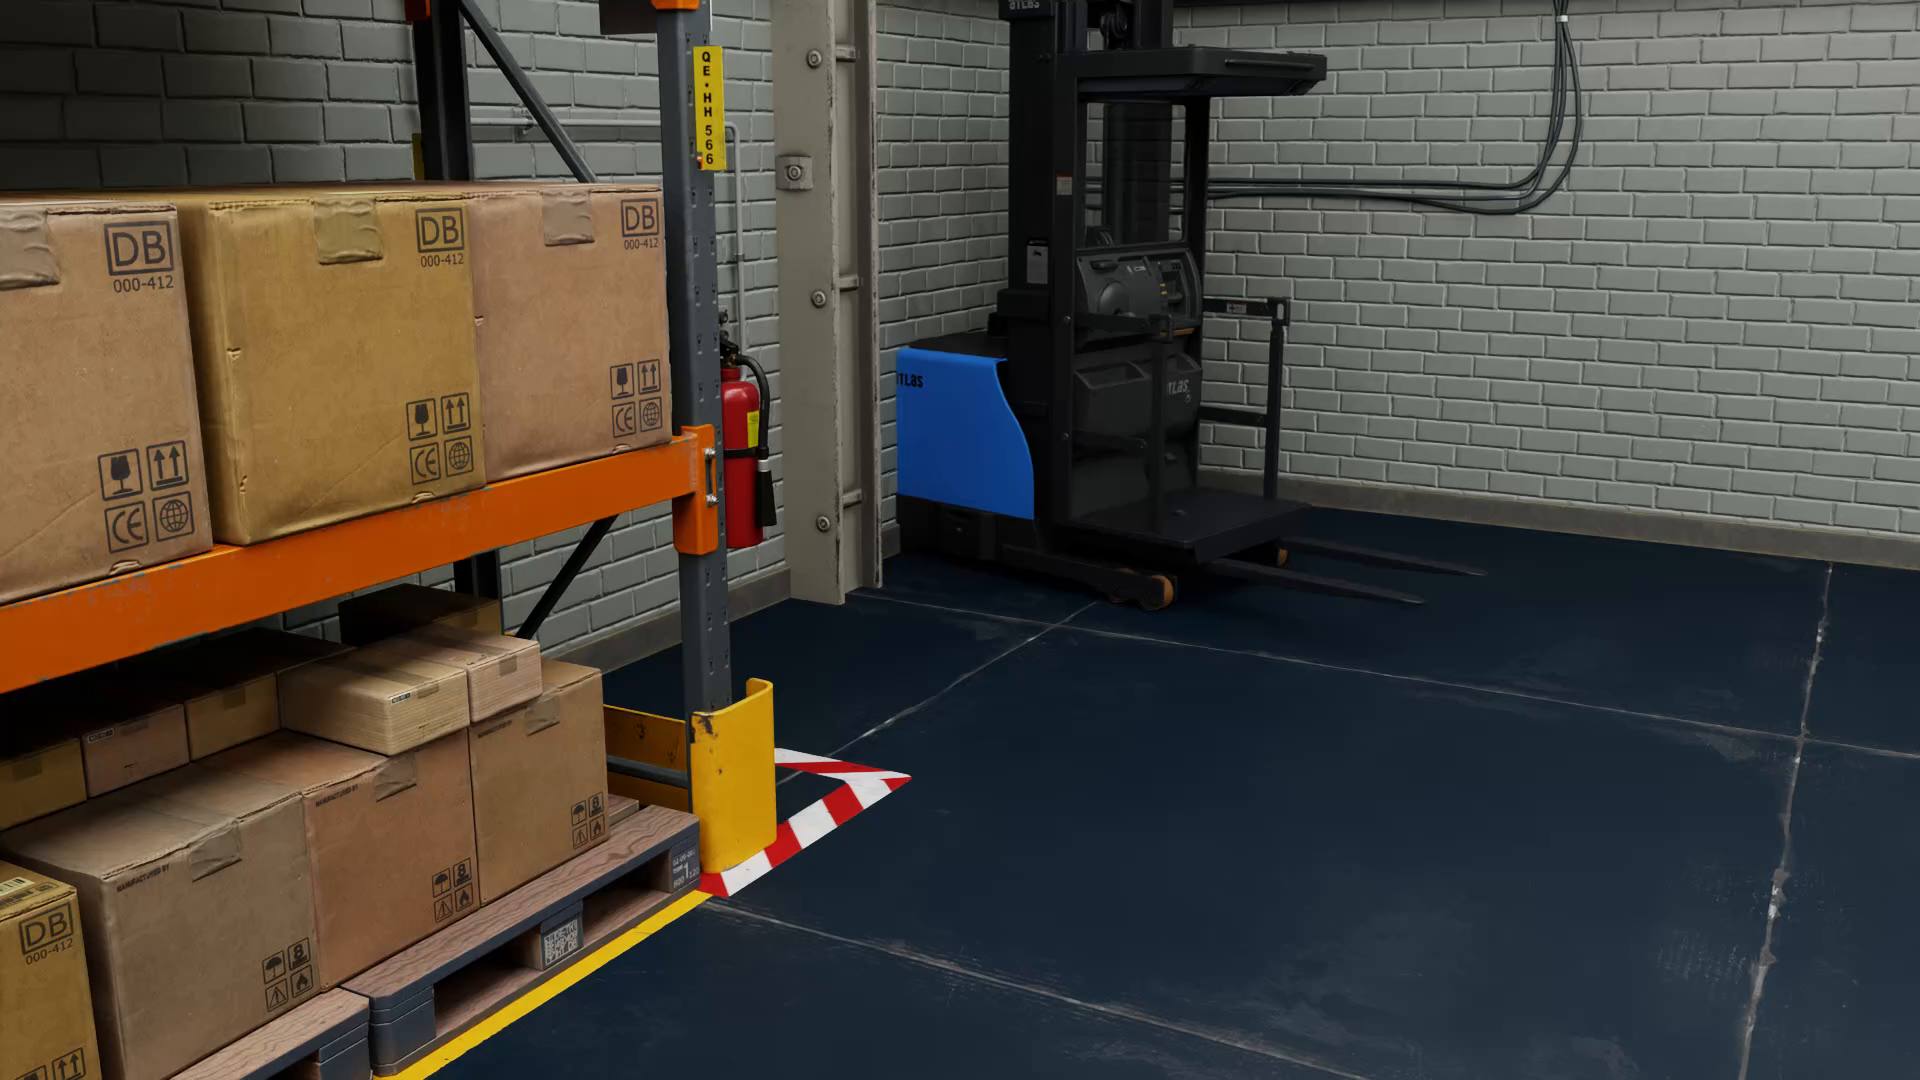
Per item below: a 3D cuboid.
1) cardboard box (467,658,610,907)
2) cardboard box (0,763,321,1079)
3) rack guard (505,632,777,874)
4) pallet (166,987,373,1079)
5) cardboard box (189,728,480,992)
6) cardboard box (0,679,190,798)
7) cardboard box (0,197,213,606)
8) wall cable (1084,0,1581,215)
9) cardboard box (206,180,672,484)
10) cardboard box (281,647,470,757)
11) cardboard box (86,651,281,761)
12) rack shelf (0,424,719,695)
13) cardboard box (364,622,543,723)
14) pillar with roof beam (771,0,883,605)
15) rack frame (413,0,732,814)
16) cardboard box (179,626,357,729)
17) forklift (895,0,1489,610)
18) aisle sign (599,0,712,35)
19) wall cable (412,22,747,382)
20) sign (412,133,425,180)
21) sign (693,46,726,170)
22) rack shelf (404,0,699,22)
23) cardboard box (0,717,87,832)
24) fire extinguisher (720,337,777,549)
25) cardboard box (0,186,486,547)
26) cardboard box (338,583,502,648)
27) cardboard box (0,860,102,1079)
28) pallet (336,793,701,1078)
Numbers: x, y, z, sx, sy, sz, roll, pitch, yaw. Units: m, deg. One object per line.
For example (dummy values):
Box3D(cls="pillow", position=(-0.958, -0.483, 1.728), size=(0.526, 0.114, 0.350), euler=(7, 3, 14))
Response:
Box3D(cls="cardboard box", position=(-1.403, 0.606, 4.557), size=(0.700, 0.500, 0.500), euler=(7, 15, 28))
Box3D(cls="cardboard box", position=(-1.888, 0.812, 3.703), size=(0.700, 0.500, 0.500), euler=(7, 15, 26))
Box3D(cls="rack guard", position=(-1.141, 0.650, 5.269), size=(1.175, 0.500, 0.348), euler=(7, 15, 28))
Box3D(cls="pallet", position=(-2.061, 1.218, 3.531), size=(1.003, 0.211, 1.213), euler=(7, 15, 28))
Box3D(cls="cardboard box", position=(-1.645, 0.709, 4.131), size=(0.700, 0.500, 0.500), euler=(7, 15, 28))
Box3D(cls="cardboard box", position=(-2.006, 0.450, 3.820), size=(0.380, 0.149, 0.250), euler=(8, 16, 29))
Box3D(cls="cardboard box", position=(-2.109, -0.294, 3.213), size=(0.980, 0.700, 0.700), euler=(7, 15, 25))
Box3D(cls="wall cable", position=(1.895, -3.087, 9.262), size=(3.097, 2.526, 0.112), euler=(7, 15, 28))
Box3D(cls="cardboard box", position=(-1.390, -0.600, 4.482), size=(0.980, 0.700, 0.700), euler=(8, 16, 31))
Box3D(cls="cardboard box", position=(-1.429, 0.390, 4.068), size=(0.380, 0.149, 0.250), euler=(8, 16, 30))
Box3D(cls="cardboard box", position=(-1.884, 0.398, 4.037), size=(0.380, 0.149, 0.250), euler=(8, 15, 29))
Box3D(cls="rack shelf", position=(-2.119, 0.200, 3.338), size=(1.077, 0.370, 4.000), euler=(7, 15, 28))
Box3D(cls="cardboard box", position=(-1.306, 0.338, 4.286), size=(0.380, 0.149, 0.250), euler=(7, 15, 27))
Box3D(cls="pillar with roof beam", position=(3.164, -3.641, 4.934), size=(9.100, 9.000, 0.400), euler=(7, 15, 28))
Box3D(cls="rack frame", position=(-1.153, -0.560, 4.956), size=(1.000, 3.000, 0.127), euler=(7, 15, 28))
Box3D(cls="cardboard box", position=(-1.762, 0.346, 4.250), size=(0.380, 0.149, 0.250), euler=(7, 15, 28))
Box3D(cls="forklift", position=(1.029, -1.238, 7.914), size=(3.031, 2.935, 1.130), euler=(12, 18, 41))
Box3D(cls="aisle sign", position=(-0.855, -1.804, 4.571), size=(0.394, 0.787, 0.004), euler=(7, 15, 28))
Box3D(cls="wall cable", position=(-1.362, -1.424, 6.371), size=(0.084, 1.984, 1.851), euler=(7, 15, 28))
Box3D(cls="sign", position=(-1.635, -1.083, 5.111), size=(0.100, 0.325, 0.005), euler=(7, 15, 28))
Box3D(cls="sign", position=(-0.684, -1.174, 4.526), size=(0.100, 0.325, 0.005), euler=(7, 15, 28))
Box3D(cls="rack shelf", position=(-2.119, -1.258, 2.987), size=(1.077, 0.370, 4.000), euler=(7, 15, 28))
Box3D(cls="cardboard box", position=(-2.129, 0.503, 3.602), size=(0.380, 0.149, 0.250), euler=(8, 15, 29))
Box3D(cls="fire extinguisher", position=(-0.676, -0.320, 4.920), size=(0.296, 0.674, 0.183), euler=(7, 15, 28))
Box3D(cls="cardboard box", position=(-1.732, -0.449, 3.858), size=(0.980, 0.700, 0.700), euler=(7, 15, 28))
Box3D(cls="cardboard box", position=(-1.518, 0.242, 4.681), size=(0.380, 0.149, 0.250), euler=(7, 15, 28))
Box3D(cls="cardboard box", position=(-2.139, 0.922, 3.246), size=(0.700, 0.500, 0.500), euler=(8, 16, 29))
Box3D(cls="pallet", position=(-1.471, 0.969, 4.565), size=(1.003, 0.211, 1.213), euler=(7, 15, 28))
